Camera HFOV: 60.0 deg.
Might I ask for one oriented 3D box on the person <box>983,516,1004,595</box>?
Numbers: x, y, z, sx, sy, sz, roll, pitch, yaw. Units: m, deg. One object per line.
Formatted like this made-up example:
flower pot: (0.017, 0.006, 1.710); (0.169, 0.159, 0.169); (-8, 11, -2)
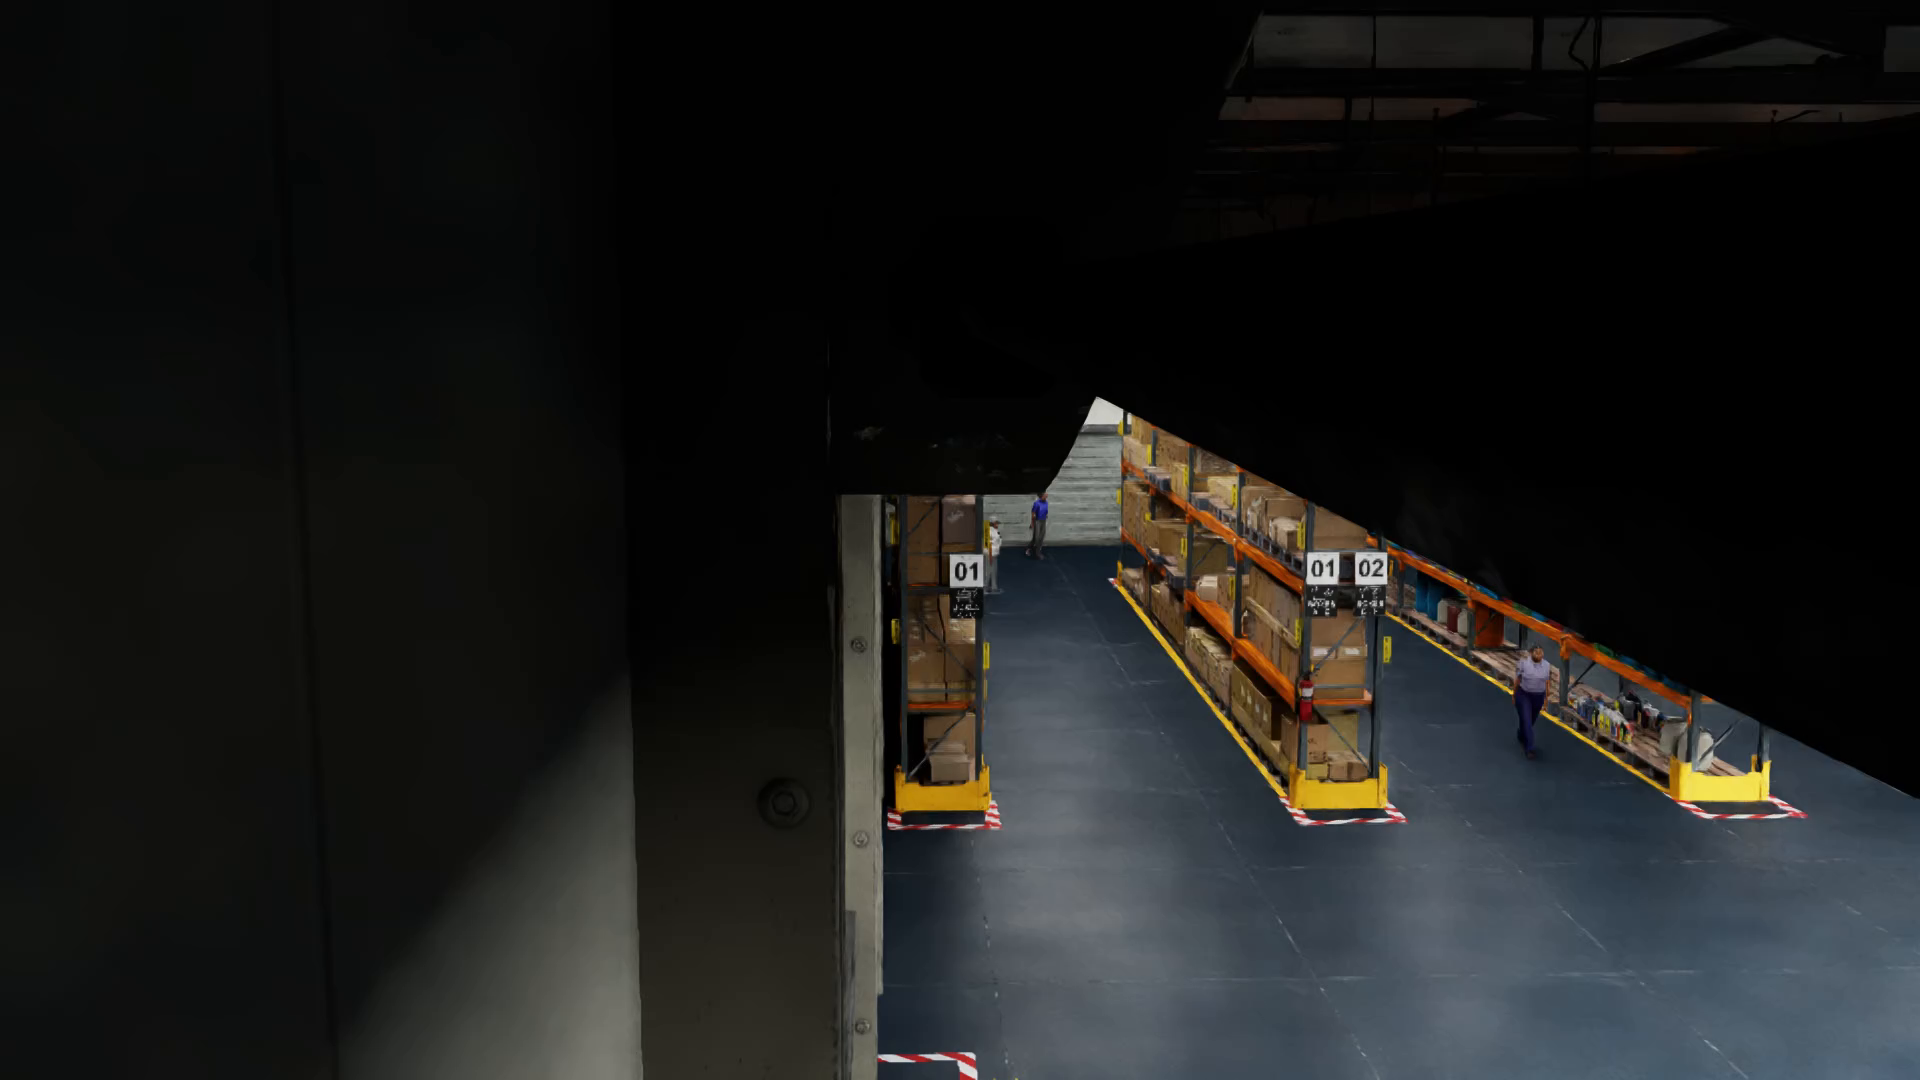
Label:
person: (0.669, 0.320, 35.222); (0.495, 1.660, 0.614); (1, 8, 4)

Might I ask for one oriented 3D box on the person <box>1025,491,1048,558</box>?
person: (1.859, -0.393, 40.170); (0.526, 1.637, 0.509); (-7, 11, -39)

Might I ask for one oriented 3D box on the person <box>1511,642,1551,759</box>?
person: (7.917, 2.183, 22.980); (0.478, 1.539, 1.093); (-1, 8, -5)
